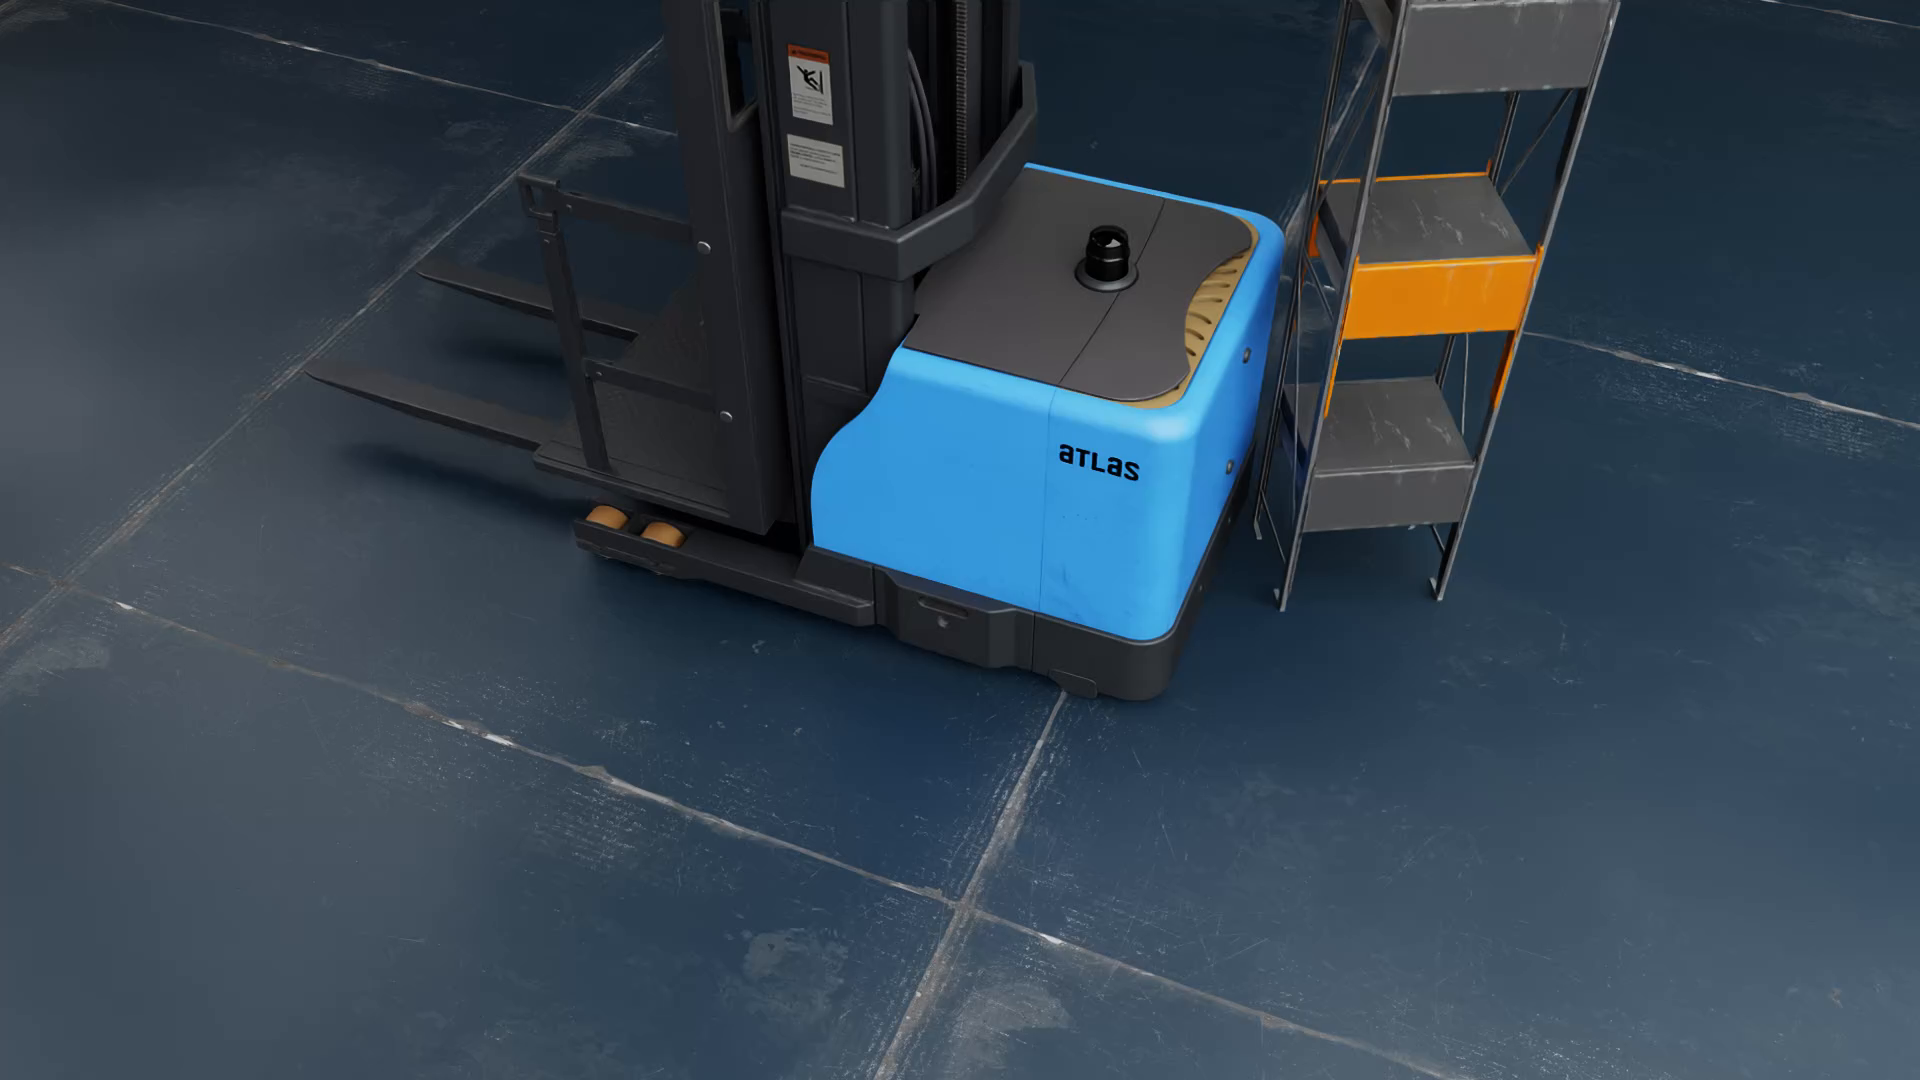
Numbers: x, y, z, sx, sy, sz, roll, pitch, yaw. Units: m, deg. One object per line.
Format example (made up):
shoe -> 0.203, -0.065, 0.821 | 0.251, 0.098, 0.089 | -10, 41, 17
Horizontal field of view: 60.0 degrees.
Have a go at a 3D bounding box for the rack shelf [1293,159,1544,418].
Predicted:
rack shelf -> 1.198, -0.672, 4.456 | 0.480, 0.518, 0.431 | -4, 45, -4

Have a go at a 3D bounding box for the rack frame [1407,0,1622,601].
rack frame -> 1.441, -0.698, 4.463 | 0.015, 2.100, 0.400 | -4, 45, -4

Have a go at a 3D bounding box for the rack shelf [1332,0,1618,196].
rack shelf -> 1.199, -1.169, 3.962 | 0.480, 0.518, 0.431 | -4, 45, -4

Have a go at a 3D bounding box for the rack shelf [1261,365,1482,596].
rack shelf -> 1.198, -0.176, 4.950 | 0.480, 0.518, 0.431 | -4, 45, -4

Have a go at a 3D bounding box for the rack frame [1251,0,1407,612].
rack frame -> 0.956, -0.666, 4.430 | 0.015, 2.100, 0.400 | -4, 45, -4

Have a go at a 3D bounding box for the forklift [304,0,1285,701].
forklift -> -0.647, -1.257, 4.436 | 3.031, 2.935, 1.130 | 16, 47, 16

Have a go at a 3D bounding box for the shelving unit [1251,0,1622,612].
shelving unit -> 1.198, -0.682, 4.446 | 0.503, 2.100, 0.431 | -4, 45, -4
